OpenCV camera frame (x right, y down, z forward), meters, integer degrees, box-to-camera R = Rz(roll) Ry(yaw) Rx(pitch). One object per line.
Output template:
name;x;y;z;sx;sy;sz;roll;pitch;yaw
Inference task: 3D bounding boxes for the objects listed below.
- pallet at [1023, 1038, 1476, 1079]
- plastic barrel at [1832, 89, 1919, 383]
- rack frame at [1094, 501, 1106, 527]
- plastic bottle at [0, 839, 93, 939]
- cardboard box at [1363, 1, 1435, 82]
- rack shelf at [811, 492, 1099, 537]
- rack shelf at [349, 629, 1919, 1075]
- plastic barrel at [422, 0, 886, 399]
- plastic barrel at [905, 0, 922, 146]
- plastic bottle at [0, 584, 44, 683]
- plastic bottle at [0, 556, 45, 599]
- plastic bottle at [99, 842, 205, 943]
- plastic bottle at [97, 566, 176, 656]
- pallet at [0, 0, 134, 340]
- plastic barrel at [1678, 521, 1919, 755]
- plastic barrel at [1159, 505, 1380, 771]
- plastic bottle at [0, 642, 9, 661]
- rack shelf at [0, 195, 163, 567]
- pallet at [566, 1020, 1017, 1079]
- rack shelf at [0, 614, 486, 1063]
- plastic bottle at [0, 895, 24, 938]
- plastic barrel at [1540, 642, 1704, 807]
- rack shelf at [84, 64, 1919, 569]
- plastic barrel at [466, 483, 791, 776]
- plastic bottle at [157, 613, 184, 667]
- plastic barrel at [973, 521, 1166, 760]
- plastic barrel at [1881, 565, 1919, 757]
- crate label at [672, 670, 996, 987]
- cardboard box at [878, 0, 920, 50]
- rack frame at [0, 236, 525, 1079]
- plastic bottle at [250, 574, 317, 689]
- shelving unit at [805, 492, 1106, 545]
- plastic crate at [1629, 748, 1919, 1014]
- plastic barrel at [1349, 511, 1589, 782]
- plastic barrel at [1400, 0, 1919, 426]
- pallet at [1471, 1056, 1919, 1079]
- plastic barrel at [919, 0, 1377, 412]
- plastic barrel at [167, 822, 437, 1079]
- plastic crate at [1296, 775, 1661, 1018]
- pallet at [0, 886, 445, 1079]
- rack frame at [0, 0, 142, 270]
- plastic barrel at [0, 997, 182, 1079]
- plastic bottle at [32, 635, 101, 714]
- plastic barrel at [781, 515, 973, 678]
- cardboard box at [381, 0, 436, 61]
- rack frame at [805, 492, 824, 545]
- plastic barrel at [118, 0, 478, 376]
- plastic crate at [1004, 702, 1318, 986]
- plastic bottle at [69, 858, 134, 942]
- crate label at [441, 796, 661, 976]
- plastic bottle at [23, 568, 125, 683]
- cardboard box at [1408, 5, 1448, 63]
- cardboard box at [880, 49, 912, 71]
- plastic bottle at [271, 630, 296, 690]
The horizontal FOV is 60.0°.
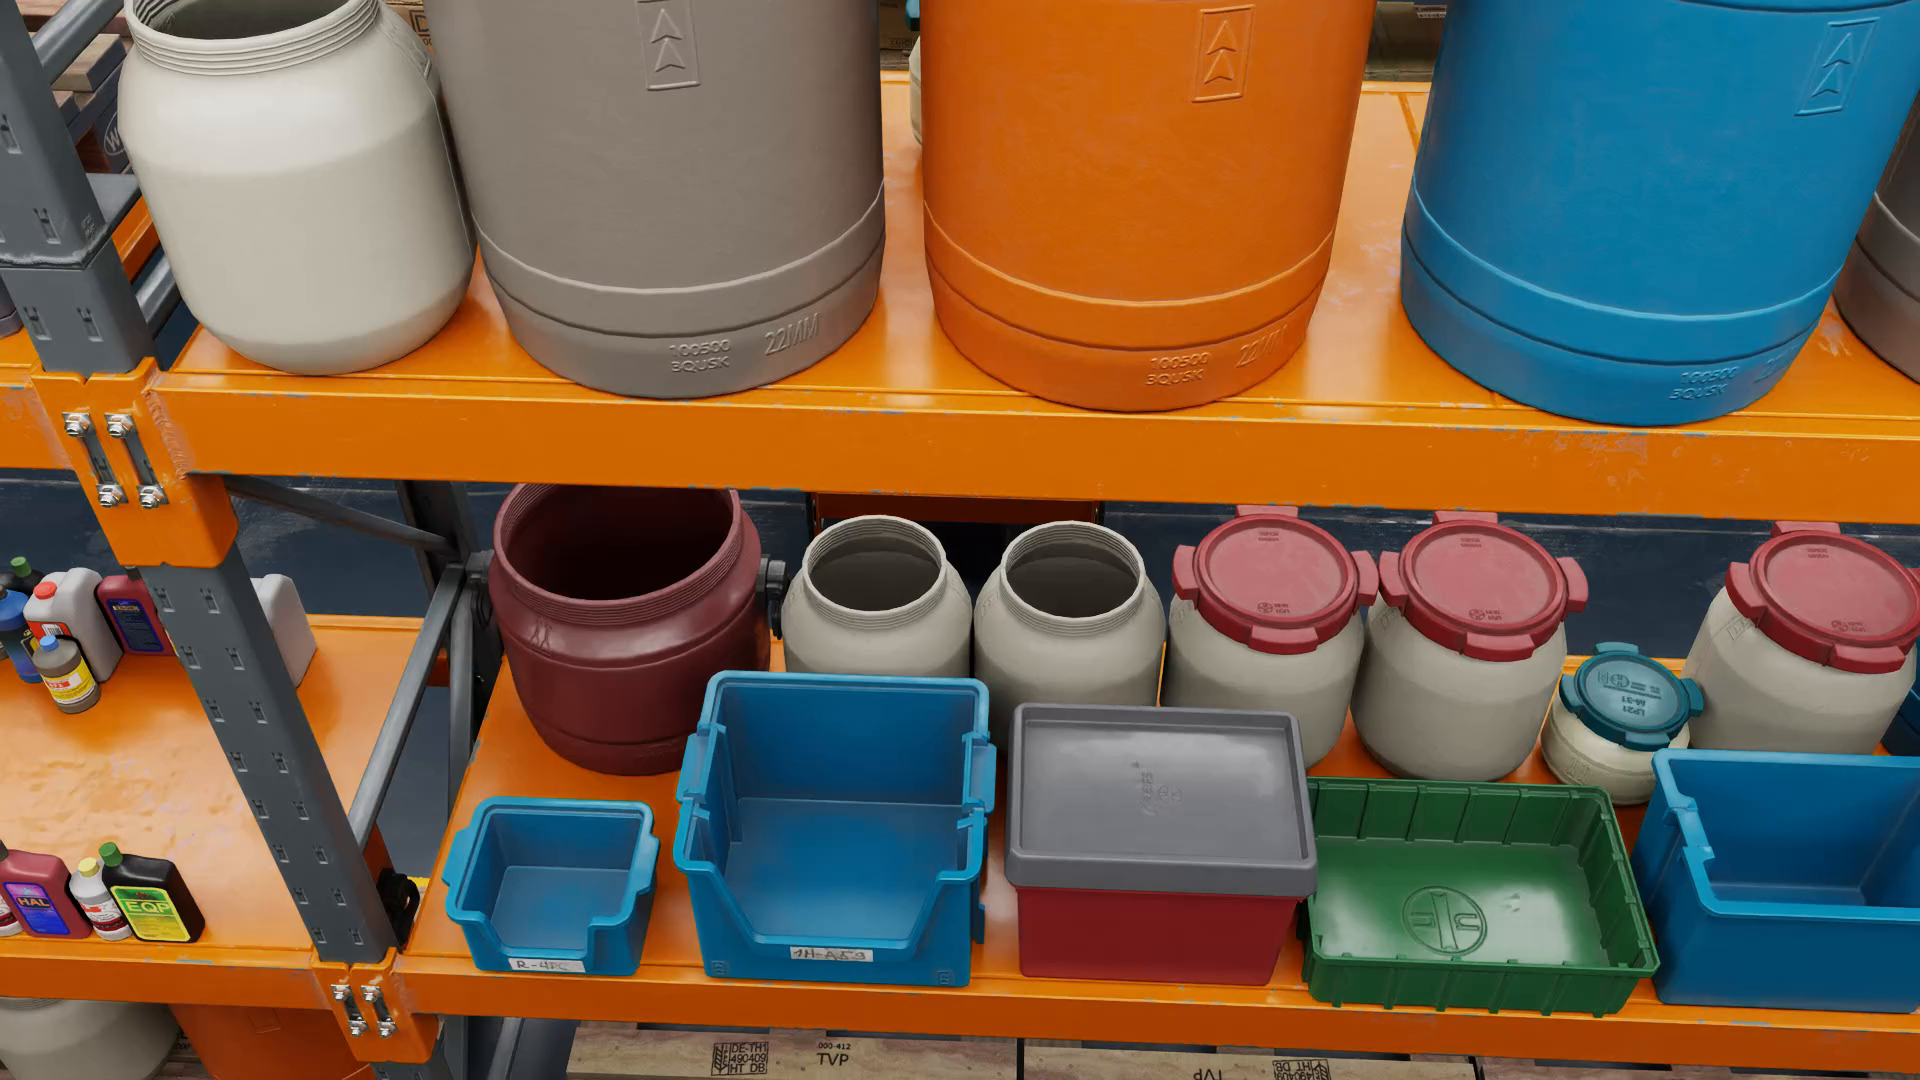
pallet;0.768;1.502;4.483;1.213;0.211;1.003;2;43;2
plastic barrel;1.605;-0.654;2.183;0.600;0.901;0.600;0;43;0
rack frame;0.501;-0.396;5.850;0.032;1.125;0.500;2;43;2
plastic bottle;-1.873;0.706;3.378;0.133;0.283;0.061;2;43;2
cardboard box;1.912;-2.165;7.885;0.500;0.500;0.700;2;43;2
rack shelf;-0.007;-0.233;6.033;1.000;0.278;0.538;2;43;2
rack shelf;0.779;0.717;3.808;4.000;0.370;1.077;2;43;2
plastic barrel;-0.409;-0.716;2.250;0.600;0.901;0.600;0;43;0
plastic barrel;0.062;-0.775;2.782;0.301;0.262;0.301;0;43;0
plastic bottle;-2.217;0.211;3.918;0.097;0.271;0.097;0;43;0
plastic bottle;-2.231;0.152;3.972;0.133;0.283;0.061;2;43;2
plastic bottle;-1.643;0.713;3.370;0.133;0.283;0.061;2;43;2
plastic bottle;-1.963;0.160;3.963;0.133;0.283;0.061;2;43;2
pallet;-1.979;-0.727;2.767;1.213;0.211;1.003;2;43;2
plastic barrel;1.831;0.286;3.642;0.433;0.535;0.433;0;43;0
plastic barrel;0.666;0.250;3.681;0.433;0.535;0.433;0;43;0
plastic bottle;-2.347;0.191;3.990;0.097;0.201;0.097;0;43;0
rack shelf;-3.217;-0.504;2.917;4.000;0.370;1.077;2;43;2
pallet;-0.447;1.462;4.525;1.213;0.211;1.003;2;43;2
rack shelf;-3.217;0.594;3.940;4.000;0.370;1.077;2;43;2
plastic bottle;-1.988;0.720;3.423;0.097;0.201;0.097;0;43;0
plastic barrel;1.461;0.420;3.700;0.301;0.262;0.301;0;43;0
rack shelf;0.779;-0.381;2.786;4.000;0.370;1.077;2;43;2
plastic barrel;-0.742;0.150;3.788;0.708;0.536;0.600;2;43;2
plastic bottle;-1.849;0.206;3.974;0.097;0.201;0.097;0;43;0
plastic barrel;0.239;0.250;3.699;0.421;0.512;0.421;0;43;0
plastic barrel;2.404;0.113;3.560;0.708;0.901;0.600;2;43;2
crate label;-0.239;0.594;3.386;0.616;0.435;0.502;2;43;2
cardboard box;-0.326;-2.501;7.695;0.500;0.250;0.500;3;43;4
rack frame;-1.219;0.392;3.629;0.127;3.000;1.000;2;43;2
plastic bottle;-1.637;0.204;3.922;0.135;0.276;0.152;2;43;2
shelving unit;-0.007;-0.412;5.867;1.048;1.125;0.538;2;43;2
plastic crate;1.661;0.699;3.311;0.575;0.384;0.392;2;43;2
plastic barrel;1.098;0.264;3.667;0.433;0.535;0.433;0;43;0
plastic barrel;0.952;-0.674;2.205;0.708;0.901;0.600;2;43;2
pallet;1.990;1.537;4.445;1.213;0.211;1.003;2;43;2
plastic barrel;0.245;-0.670;2.253;0.708;0.830;0.600;2;43;2
plastic barrel;-1.709;1.029;4.229;0.708;0.830;0.600;2;43;2
plastic crate;1.024;0.731;3.420;0.662;0.188;0.450;2;43;2
pallet;-2.009;1.416;4.575;1.213;0.211;1.003;2;43;2
rack frame;-1.219;-1.803;1.584;0.127;3.000;1.000;2;43;2
plastic barrel;-2.277;1.189;4.291;0.421;0.512;0.421;0;43;0
plastic bottle;-2.086;0.303;3.870;0.097;0.201;0.097;0;43;0
plastic barrel;-0.182;0.237;3.713;0.421;0.512;0.421;0;43;0
cardboard box;-2.575;-2.425;7.903;0.875;0.875;1.225;2;43;2
rack frame;-0.515;-0.427;5.884;0.032;1.125;0.500;2;43;2
plastic barrel;-0.923;-0.528;2.334;0.421;0.512;0.421;0;43;0
plastic crate;0.381;0.626;3.330;0.583;0.464;0.402;2;43;2
plastic bottle;-1.757;0.727;3.415;0.097;0.201;0.097;0;43;0
crate label;-0.815;0.721;3.398;0.416;0.233;0.303;2;43;2
plastic bottle;-2.099;0.190;3.937;0.135;0.276;0.152;2;43;2
cardboard box;2.387;-2.138;7.855;0.500;0.500;0.700;-1;43;-1
cardboard box;-0.326;-2.220;7.944;0.500;0.500;0.700;0;43;0
plastic bottle;-1.644;0.307;3.810;0.135;0.276;0.152;2;43;2
